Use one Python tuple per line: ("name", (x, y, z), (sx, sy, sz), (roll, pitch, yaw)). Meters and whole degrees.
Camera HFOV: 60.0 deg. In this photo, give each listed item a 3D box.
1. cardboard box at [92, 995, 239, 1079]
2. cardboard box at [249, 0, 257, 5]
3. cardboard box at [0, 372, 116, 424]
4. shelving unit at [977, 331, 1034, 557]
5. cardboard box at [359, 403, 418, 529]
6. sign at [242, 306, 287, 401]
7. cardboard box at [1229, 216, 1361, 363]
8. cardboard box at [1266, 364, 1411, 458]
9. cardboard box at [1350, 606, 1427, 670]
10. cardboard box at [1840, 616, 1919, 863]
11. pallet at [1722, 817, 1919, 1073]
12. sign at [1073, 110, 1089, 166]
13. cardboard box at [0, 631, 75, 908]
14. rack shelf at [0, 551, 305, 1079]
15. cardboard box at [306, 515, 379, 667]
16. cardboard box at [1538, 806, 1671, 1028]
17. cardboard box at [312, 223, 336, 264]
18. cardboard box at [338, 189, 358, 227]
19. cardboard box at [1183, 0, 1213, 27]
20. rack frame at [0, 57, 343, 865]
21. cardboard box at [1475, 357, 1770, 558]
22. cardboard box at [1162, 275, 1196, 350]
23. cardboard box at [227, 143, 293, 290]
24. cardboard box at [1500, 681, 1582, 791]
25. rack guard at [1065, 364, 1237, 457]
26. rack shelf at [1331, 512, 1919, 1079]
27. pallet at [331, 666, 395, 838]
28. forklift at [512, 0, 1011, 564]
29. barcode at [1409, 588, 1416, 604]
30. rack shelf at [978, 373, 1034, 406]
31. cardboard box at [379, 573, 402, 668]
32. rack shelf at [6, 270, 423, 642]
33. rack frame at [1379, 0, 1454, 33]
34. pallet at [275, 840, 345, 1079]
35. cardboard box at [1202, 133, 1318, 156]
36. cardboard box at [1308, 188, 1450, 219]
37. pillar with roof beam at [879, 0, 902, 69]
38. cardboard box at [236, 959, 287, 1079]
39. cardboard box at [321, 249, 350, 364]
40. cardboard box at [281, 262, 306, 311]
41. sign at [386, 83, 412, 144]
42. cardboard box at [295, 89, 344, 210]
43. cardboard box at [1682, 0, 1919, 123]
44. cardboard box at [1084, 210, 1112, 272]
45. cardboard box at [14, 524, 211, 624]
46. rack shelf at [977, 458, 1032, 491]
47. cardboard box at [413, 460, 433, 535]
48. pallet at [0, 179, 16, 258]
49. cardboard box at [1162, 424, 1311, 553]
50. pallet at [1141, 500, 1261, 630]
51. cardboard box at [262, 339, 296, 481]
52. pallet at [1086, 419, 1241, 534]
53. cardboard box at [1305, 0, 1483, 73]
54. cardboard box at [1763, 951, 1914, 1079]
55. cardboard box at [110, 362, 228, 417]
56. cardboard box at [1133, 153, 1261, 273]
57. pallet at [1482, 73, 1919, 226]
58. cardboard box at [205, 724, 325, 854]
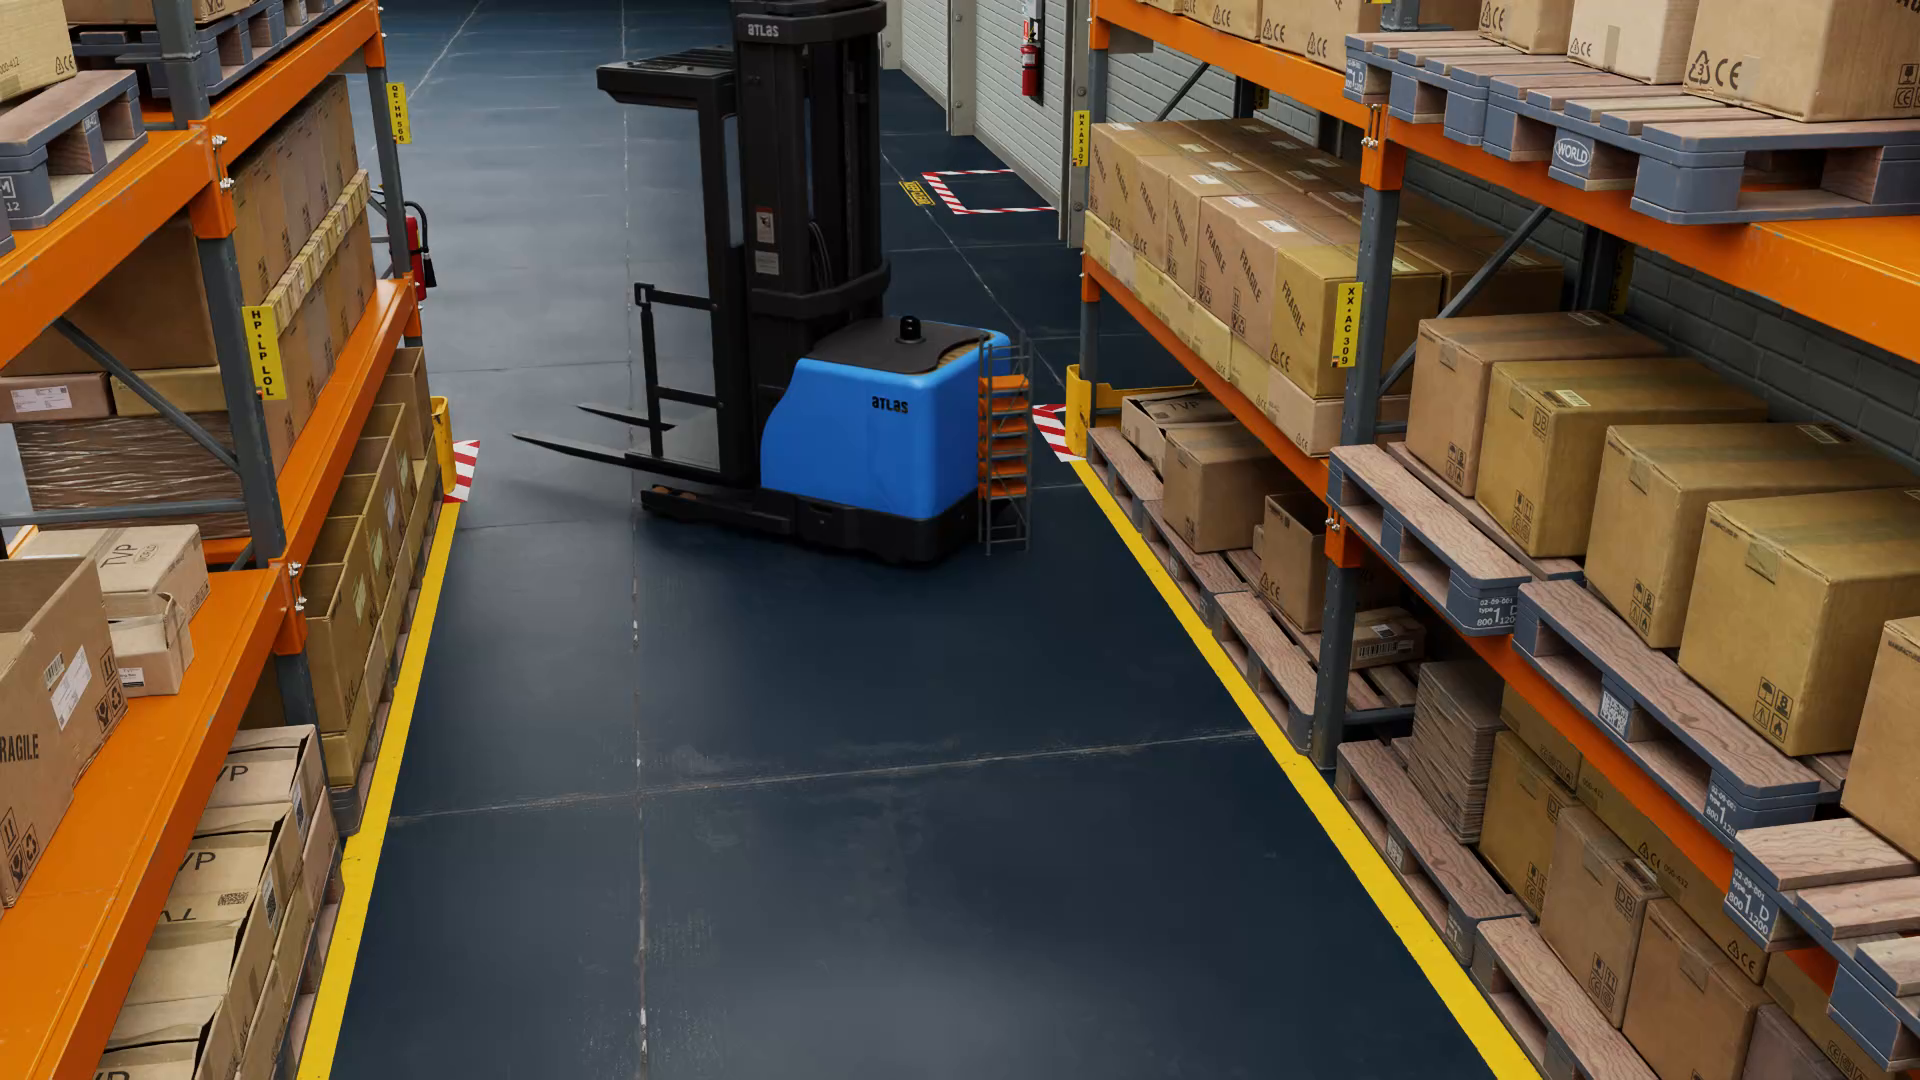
("cardboard box", (-2.234, 1.459, 4.371), (0.500, 0.311, 0.500), (-5, 24, -10))
("cardboard box", (-2.806, -2.108, 5.994), (0.500, 0.311, 0.500), (-6, 24, -13))
("cardboard box", (-3.133, -0.522, 5.763), (0.380, 0.149, 0.250), (-4, 24, -10))
("shelving unit", (0.241, -0.508, 8.913), (0.258, 1.200, 0.189), (-6, 24, -13))
("cardboard box", (-3.021, -0.356, 8.292), (0.500, 0.500, 0.500), (-4, 24, -10))
("sign", (-2.341, -0.626, 5.589), (0.100, 0.325, 0.005), (-4, 24, -10))
("cardboard box", (1.506, -1.099, 7.244), (0.500, 0.500, 0.500), (-4, 24, -10))
("cardboard box", (1.610, -0.560, 6.948), (0.500, 0.250, 0.500), (-4, 24, -10))
("cardboard box", (1.867, 0.432, 7.502), (0.380, 0.166, 0.250), (-8, 25, -17))
("cardboard box", (2.508, 0.468, 3.756), (0.700, 0.500, 0.500), (-7, 24, -15))
("pallet", (2.499, 0.933, 3.606), (1.213, 0.211, 1.003), (-4, 24, -10))
("sign", (0.723, -2.386, 9.884), (0.100, 0.325, 0.005), (-4, 24, -10))
("cardboard box", (-2.556, 0.574, 4.064), (0.500, 0.500, 0.500), (-4, 24, -10))
("rack shelf", (-2.502, 1.028, 4.047), (1.077, 0.370, 4.000), (-4, 24, -10))
("cardboard box", (-2.750, 0.234, 6.940), (0.500, 0.500, 0.500), (-4, 24, -10))
("cardboard box", (2.348, 1.179, 5.376), (0.700, 0.500, 0.500), (-4, 24, -9))
("cardboard box", (-3.113, -1.359, 7.679), (0.380, 0.149, 0.250), (-4, 24, -8))
("cardboard box", (-3.257, -1.665, 8.379), (0.380, 0.149, 0.250), (-5, 24, -11))
("cardboard box", (1.356, -2.682, 7.746), (0.500, 0.500, 0.500), (-3, 24, -6))
("rack frame", (-2.872, -0.088, 5.704), (1.000, 3.000, 0.127), (-4, 24, -10))
("cardboard box", (2.152, -0.280, 5.470), (0.700, 0.500, 0.500), (-2, 24, -4))
("cardboard box", (1.324, -1.151, 8.301), (0.500, 0.250, 0.500), (-4, 24, -9))
("cardboard box", (-3.147, -1.298, 6.729), (0.700, 0.500, 0.500), (-4, 24, -10))
("cardboard box", (2.233, 0.605, 5.753), (0.500, 0.250, 0.500), (-5, 24, -11))
("rack guard", (1.270, -0.854, 10.581), (1.175, 0.500, 0.348), (-4, 24, -10))
("rack shelf", (2.365, 0.660, 4.889), (1.077, 0.370, 4.000), (-4, 24, -10))
("pallet", (-2.978, 0.874, 6.985), (1.003, 0.211, 1.213), (-4, 24, -10))
("forklift", (-1.251, -1.616, 9.289), (3.031, 2.935, 1.130), (12, 26, 25))
("barcode", (2.133, 0.260, 7.831), (0.001, 0.075, 0.075), (-4, 24, -10))
("rack shelf", (0.241, -0.797, 8.787), (0.258, 0.103, 0.180), (-6, 24, -13))
("cardboard box", (-2.835, 0.381, 7.541), (0.500, 0.250, 0.500), (-4, 24, -10))
("rack shelf", (-3.242, -0.545, 7.649), (1.077, 0.370, 4.000), (-4, 24, -10))
("rack frame", (1.996, -3.205, 5.346), (1.000, 3.000, 0.127), (-4, 24, -10))
("pallet", (-2.697, 1.477, 5.605), (1.003, 0.211, 1.213), (-4, 24, -10))
("cardboard box", (1.635, -1.945, 9.181), (0.500, 0.500, 0.500), (-4, 24, -9))
("cardboard box", (1.935, -1.341, 7.798), (0.500, 0.500, 0.500), (-4, 24, -8))
("pillar with roof beam", (-5.324, -11.329, 23.946), (9.100, 9.000, 0.400), (-4, 24, -10))
("cardboard box", (-2.324, 1.522, 4.929), (0.500, 0.250, 0.500), (-4, 24, -9))
("cardboard box", (-3.350, -1.121, 7.943), (0.700, 0.500, 0.500), (-4, 24, -9))
("cardboard box", (-2.974, -1.058, 6.989), (0.380, 0.149, 0.250), (-5, 24, -11))
("sign", (-3.076, -2.335, 9.107), (0.100, 0.325, 0.005), (-4, 24, -10))
("cardboard box", (-3.426, -1.890, 8.084), (0.700, 0.500, 0.500), (-5, 24, -11))
("cardboard box", (2.246, -1.363, 4.226), (0.500, 0.500, 0.500), (-5, 24, -12))
("cardboard box", (1.034, -1.754, 9.682), (0.500, 0.250, 0.500), (-5, 24, -11))
("cardboard box", (-2.738, 0.171, 5.298), (0.500, 0.250, 0.500), (-3, 24, -6))
("rack shelf", (0.240, -0.357, 8.979), (0.258, 0.103, 0.180), (-6, 24, -13))
("cardboard box", (-3.118, -0.209, 8.891), (0.500, 0.250, 0.500), (-4, 24, -10))
("pallet", (-2.555, -0.503, 3.142), (1.003, 0.211, 1.213), (-3, 24, -7))
("cardboard box", (1.487, -0.290, 8.740), (0.700, 0.500, 0.500), (-6, 24, -13))
("pallet", (1.608, 0.079, 8.805), (1.003, 0.211, 1.213), (-4, 24, -10))
("cardboard box", (-3.064, -0.515, 6.556), (0.700, 0.500, 0.500), (-5, 24, -10))
("pallet", (1.385, -0.400, 9.901), (1.003, 0.211, 1.213), (-4, 24, -10))
("cardboard box", (1.659, -2.067, 6.337), (0.500, 0.500, 0.500), (-4, 24, -8))
("cardboard box", (2.507, 1.209, 4.370), (0.500, 0.250, 0.500), (-4, 24, -9))
("cardboard box", (-2.731, -0.551, 5.829), (0.380, 0.149, 0.250), (-4, 24, -10))
("cardboard box", (1.220, -1.705, 8.631), (0.500, 0.500, 0.500), (-5, 24, -11))
("pallet", (2.200, -1.086, 4.476), (1.213, 0.211, 1.003), (-4, 24, -10))
("cardboard box", (-2.515, 0.861, 5.742), (0.500, 0.311, 0.500), (-4, 24, -10))
